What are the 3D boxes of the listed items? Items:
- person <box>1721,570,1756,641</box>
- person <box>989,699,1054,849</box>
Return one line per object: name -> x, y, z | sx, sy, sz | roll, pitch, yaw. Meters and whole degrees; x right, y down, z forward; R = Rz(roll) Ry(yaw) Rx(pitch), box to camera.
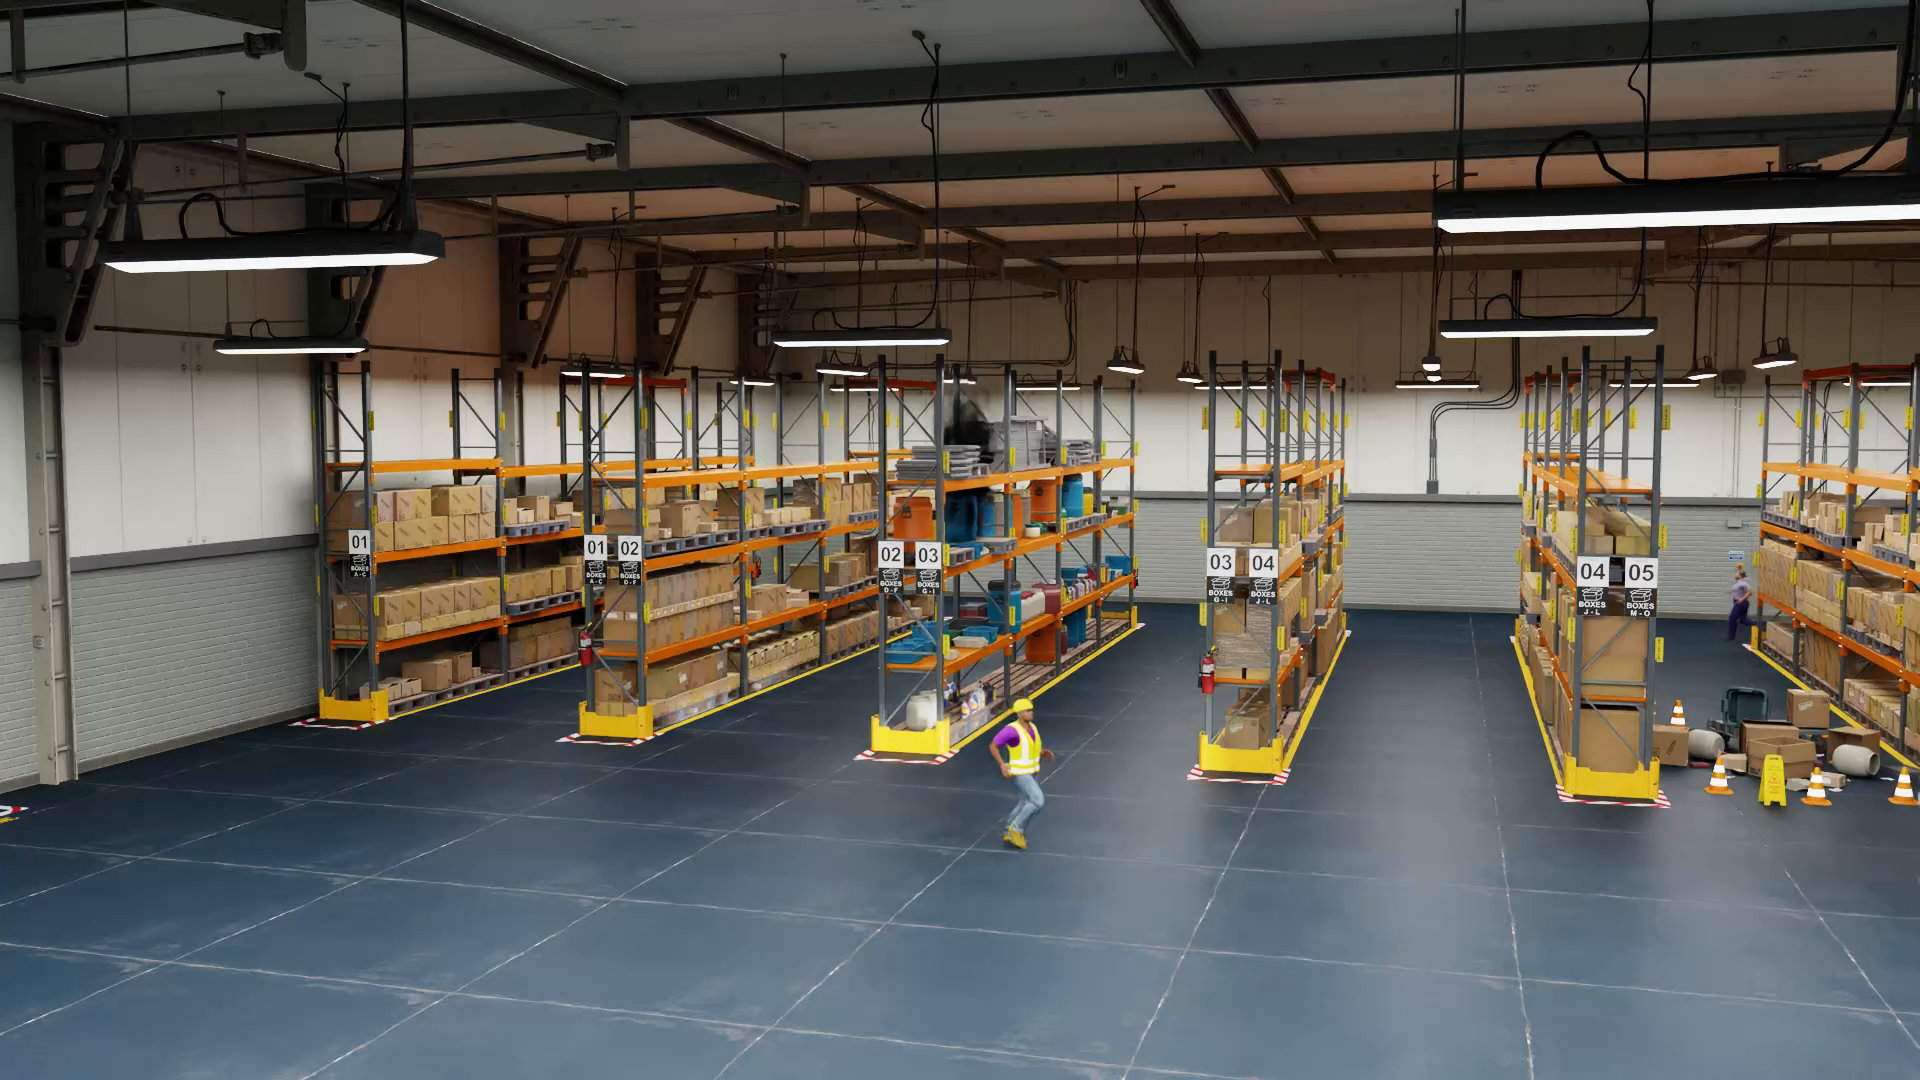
person -> 17.784, 1.497, 37.767 | 0.847, 1.663, 0.615 | 2, 4, 23
person -> 0.777, 2.731, 19.460 | 0.678, 1.743, 0.679 | 3, 5, 32
